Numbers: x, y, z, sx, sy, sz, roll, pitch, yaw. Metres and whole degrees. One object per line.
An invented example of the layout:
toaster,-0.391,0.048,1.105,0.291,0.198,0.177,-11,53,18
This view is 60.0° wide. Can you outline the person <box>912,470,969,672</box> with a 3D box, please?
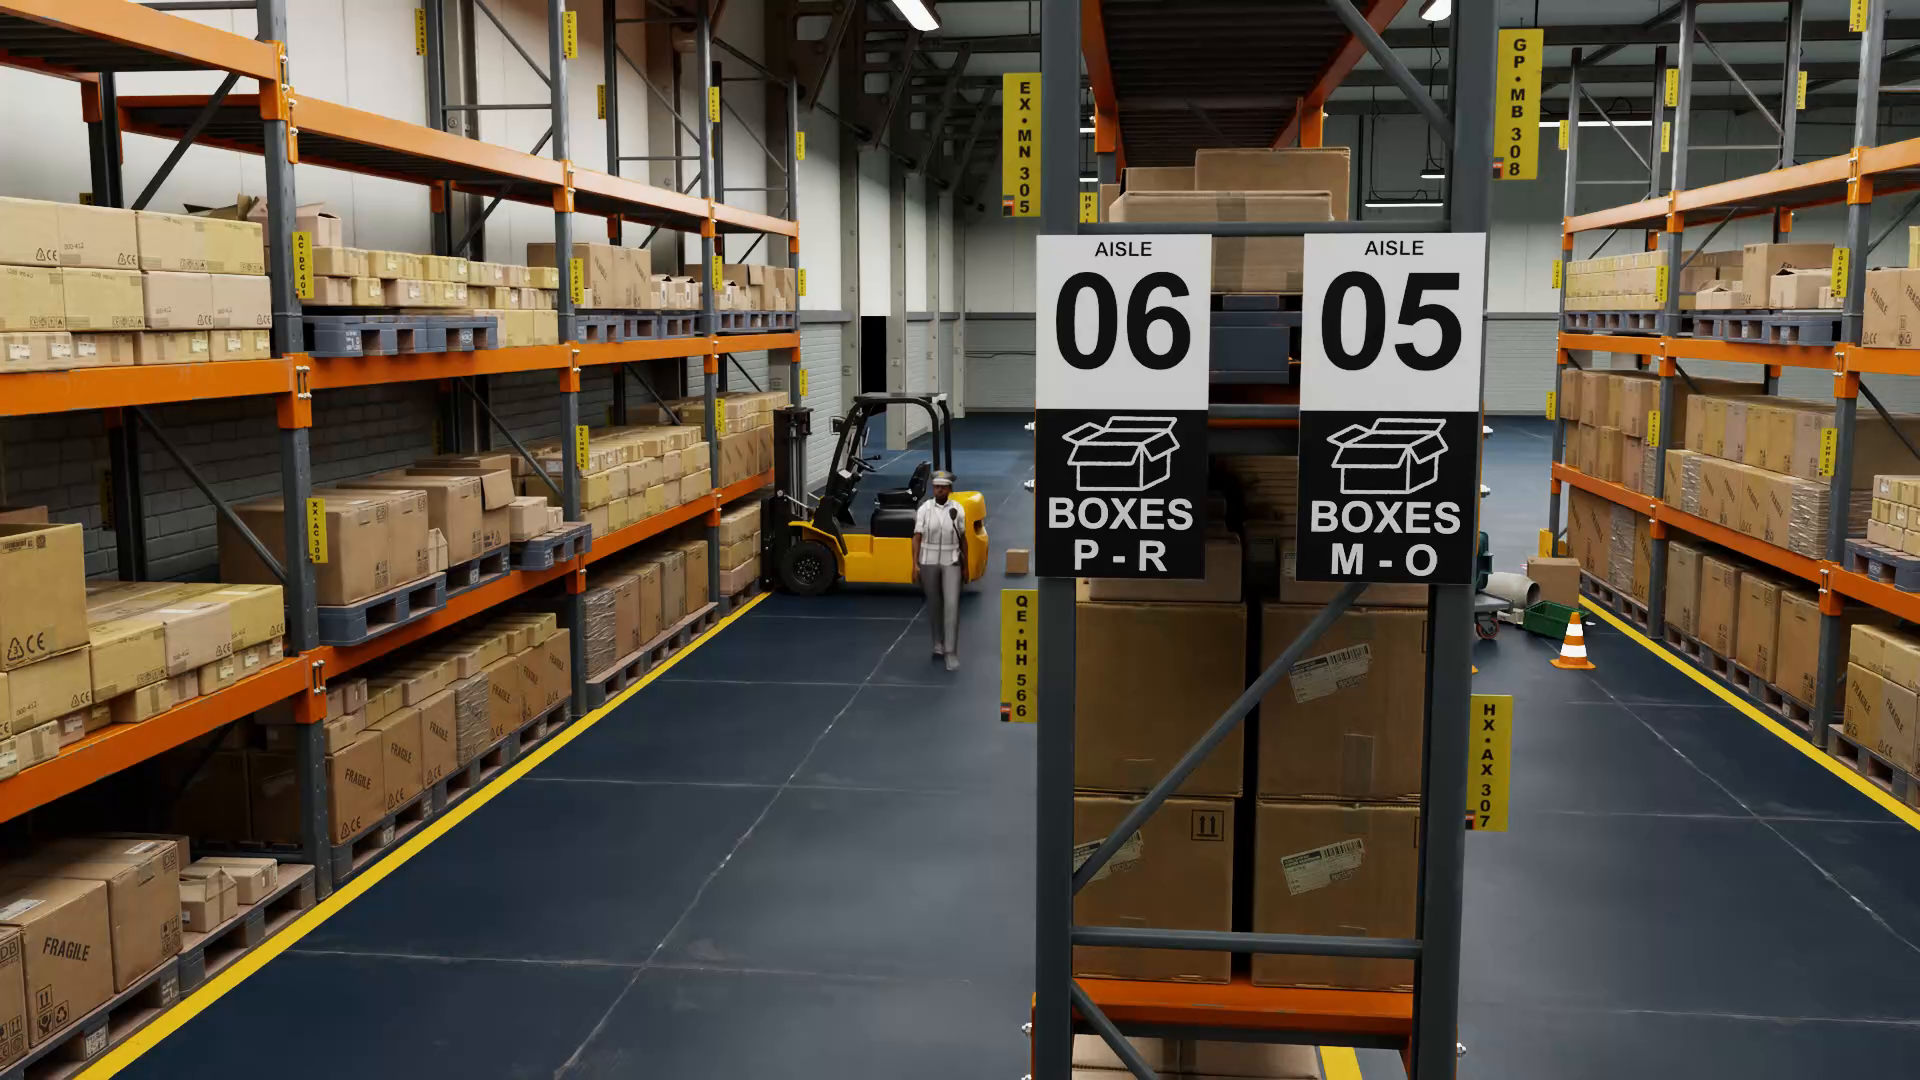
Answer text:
person,-0.176,0.231,14.442,0.484,1.675,0.862,0,8,4
